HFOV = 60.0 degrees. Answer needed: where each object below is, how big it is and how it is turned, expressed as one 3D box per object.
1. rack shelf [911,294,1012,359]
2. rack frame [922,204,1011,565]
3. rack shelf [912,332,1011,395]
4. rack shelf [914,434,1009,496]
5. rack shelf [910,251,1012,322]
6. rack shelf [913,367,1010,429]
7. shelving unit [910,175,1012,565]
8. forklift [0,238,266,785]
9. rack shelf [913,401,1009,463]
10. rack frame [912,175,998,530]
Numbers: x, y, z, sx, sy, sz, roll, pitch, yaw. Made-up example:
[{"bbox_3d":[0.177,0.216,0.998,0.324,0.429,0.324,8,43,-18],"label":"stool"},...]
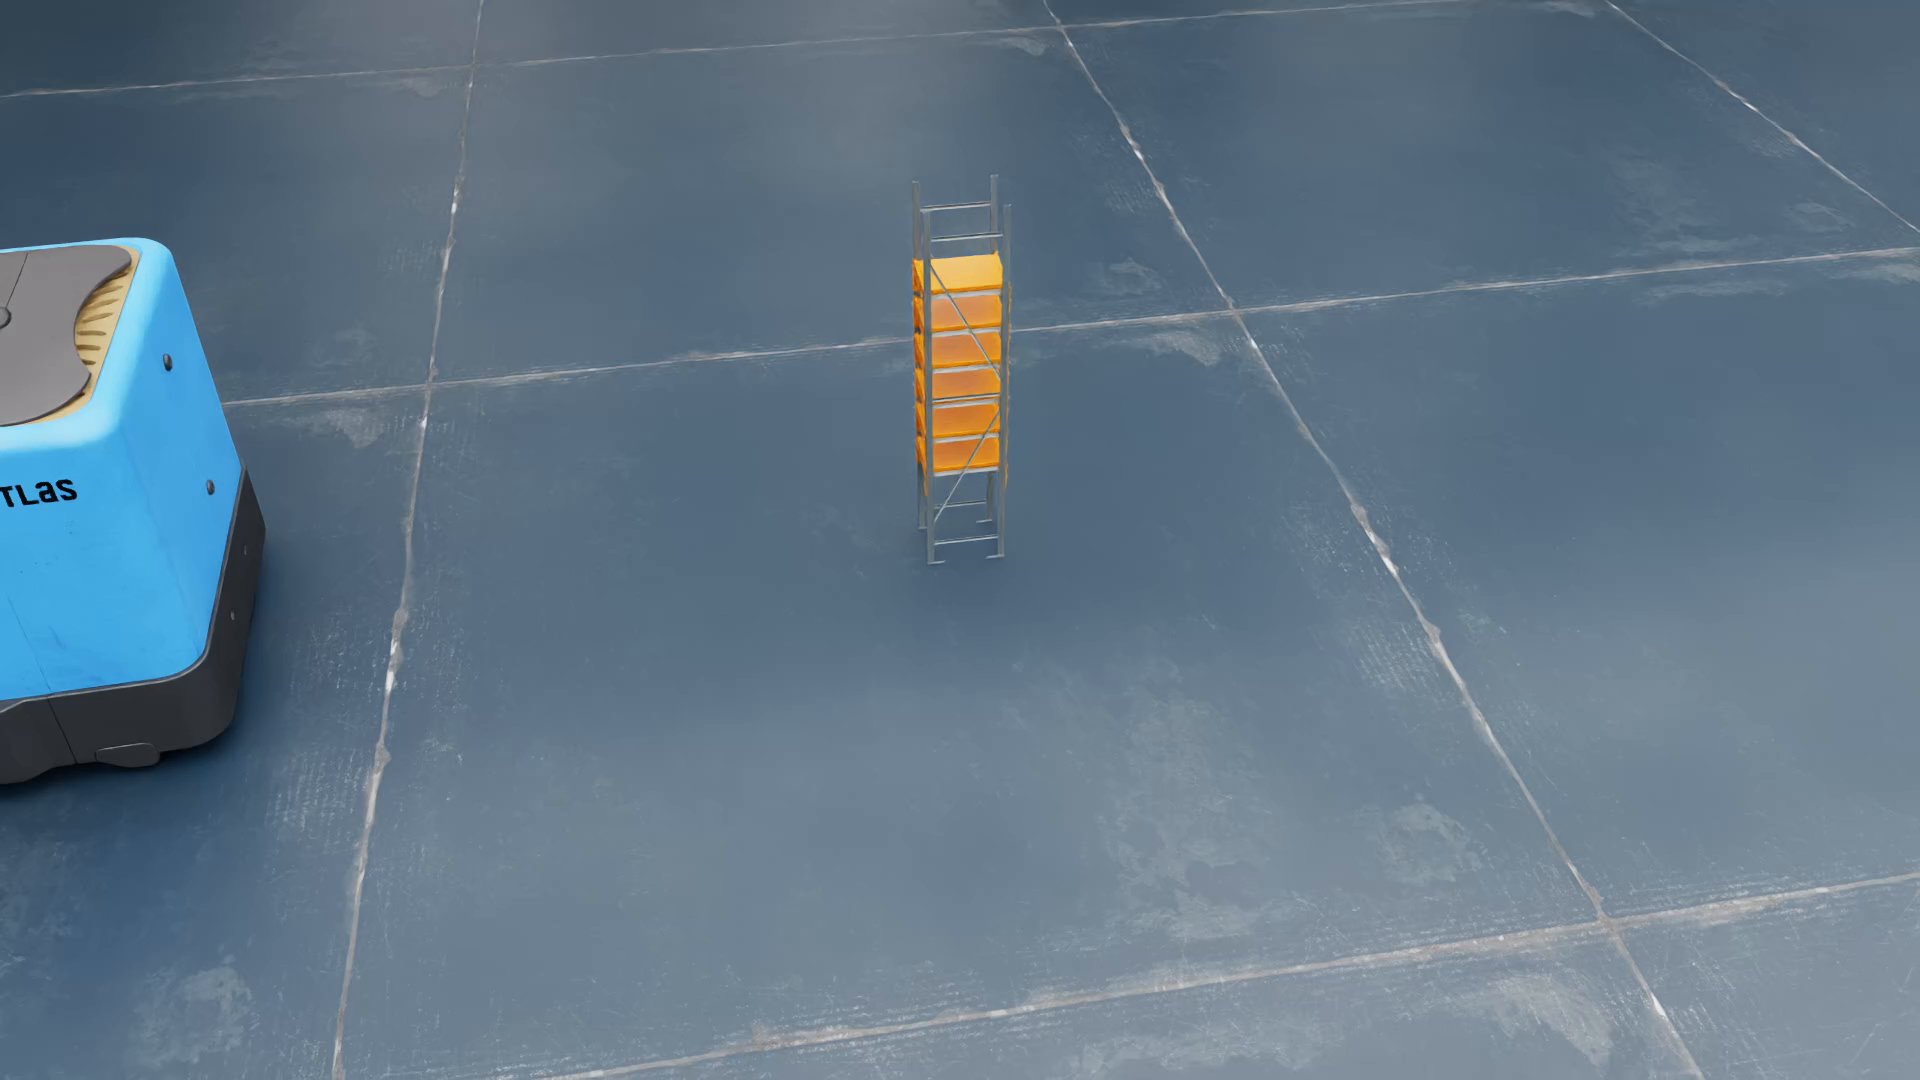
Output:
[{"bbox_3d":[0.003,-0.620,4.751,0.258,0.103,0.180,-6,38,-8],"label":"rack shelf"},{"bbox_3d":[0.019,-0.410,4.800,0.240,1.200,0.006,-6,38,-8],"label":"rack frame"},{"bbox_3d":[0.003,-0.525,4.824,0.258,0.103,0.180,-6,38,-8],"label":"rack shelf"},{"bbox_3d":[0.003,-0.240,5.045,0.258,0.103,0.180,-6,38,-8],"label":"rack shelf"},{"bbox_3d":[0.003,-0.714,4.677,0.258,0.103,0.180,-6,38,-8],"label":"rack shelf"},{"bbox_3d":[0.003,-0.430,4.898,0.258,0.103,0.180,-6,38,-8],"label":"rack shelf"},{"bbox_3d":[0.003,-0.465,4.871,0.258,1.200,0.189,-6,38,-8],"label":"shelving unit"},{"bbox_3d":[-3.544,-0.674,3.728,3.031,2.935,1.130,-8,39,-10],"label":"forklift"},{"bbox_3d":[0.003,-0.335,4.972,0.258,0.103,0.180,-6,38,-8],"label":"rack shelf"},{"bbox_3d":[-0.013,-0.520,4.942,0.240,1.200,0.006,-6,38,-8],"label":"rack frame"}]
